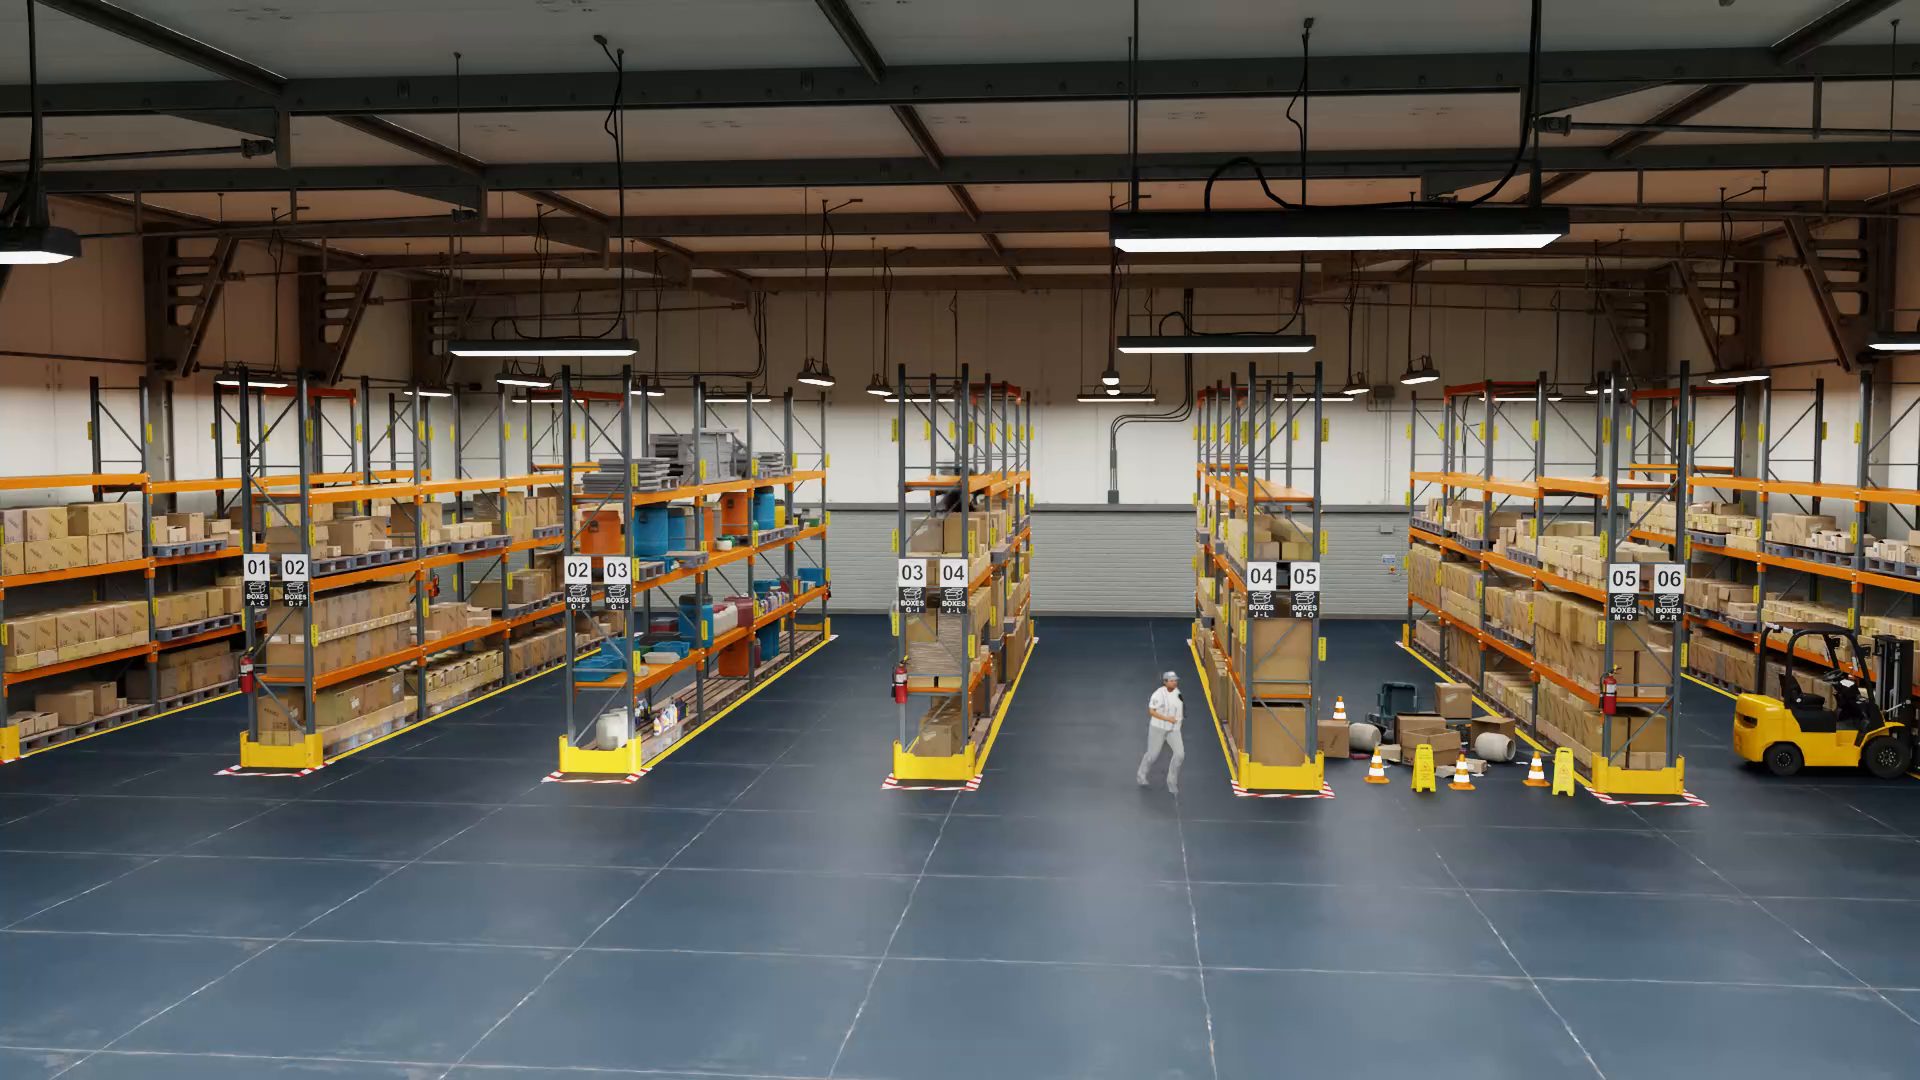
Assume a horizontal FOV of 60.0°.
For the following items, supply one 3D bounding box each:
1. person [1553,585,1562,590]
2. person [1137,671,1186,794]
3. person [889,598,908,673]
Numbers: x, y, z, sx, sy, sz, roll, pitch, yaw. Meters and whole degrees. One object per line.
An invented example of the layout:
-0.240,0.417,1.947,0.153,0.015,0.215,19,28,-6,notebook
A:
12.800,1.819,35.748,0.668,1.767,0.939,-1,4,-8,person
2.900,2.695,23.343,0.644,1.729,0.708,-2,4,-26,person
-1.109,1.754,33.196,0.610,1.790,0.873,0,4,7,person
